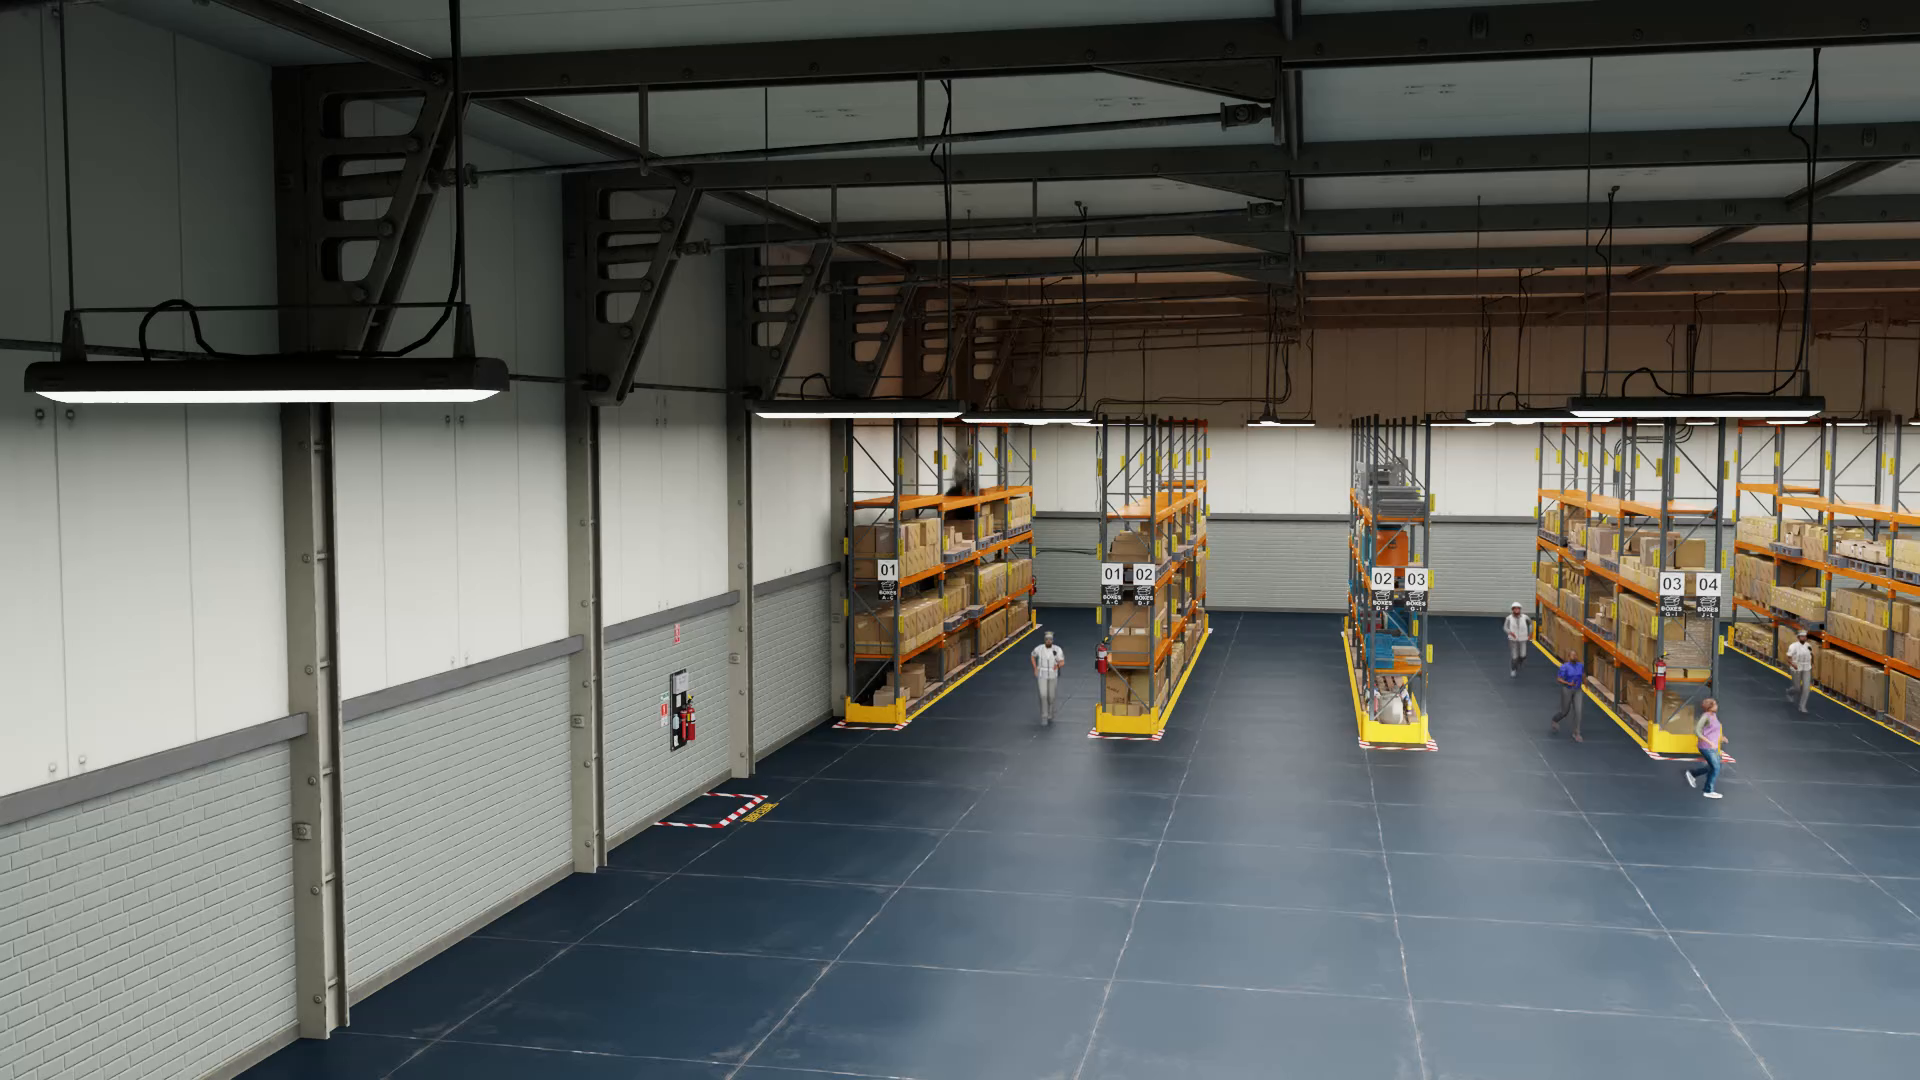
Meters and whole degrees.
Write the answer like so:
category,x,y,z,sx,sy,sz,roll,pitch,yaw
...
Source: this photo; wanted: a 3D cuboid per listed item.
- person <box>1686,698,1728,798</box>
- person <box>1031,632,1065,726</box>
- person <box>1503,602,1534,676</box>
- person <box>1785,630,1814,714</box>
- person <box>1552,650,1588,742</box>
category,x,y,z,sx,sy,sz,roll,pitch,yaw
person,11.585,3.222,25.850,0.602,1.556,0.529,4,5,43
person,1.721,2.694,32.471,0.646,1.830,0.804,0,4,-2
person,12.892,2.304,38.399,0.682,1.734,0.703,1,4,16
person,17.099,2.647,33.835,0.584,1.677,0.770,0,4,6
person,11.340,2.858,30.855,0.588,1.650,0.918,0,4,-2
